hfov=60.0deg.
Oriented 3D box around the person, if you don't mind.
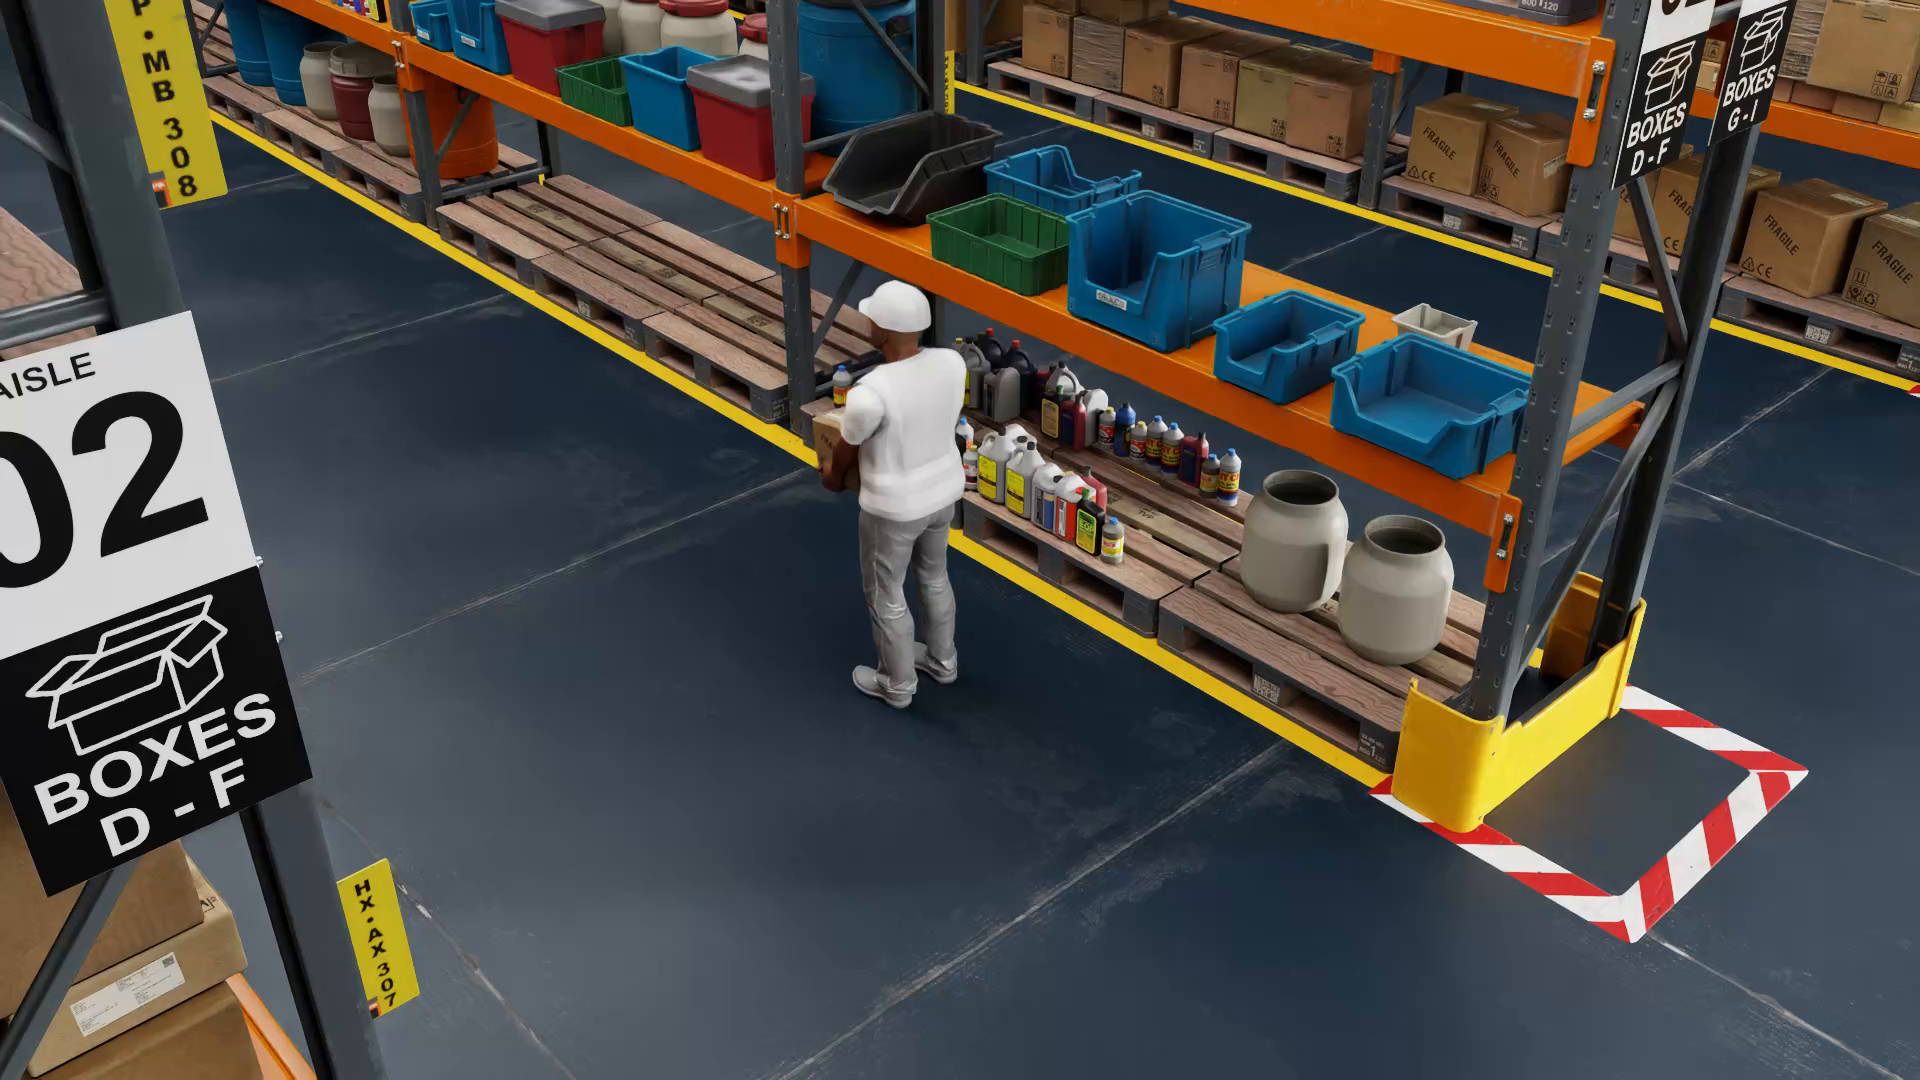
[{"bbox_3d":[-0.276,-0.197,6.434,0.505,1.763,0.563,-26,40,-36],"label":"person"}]
